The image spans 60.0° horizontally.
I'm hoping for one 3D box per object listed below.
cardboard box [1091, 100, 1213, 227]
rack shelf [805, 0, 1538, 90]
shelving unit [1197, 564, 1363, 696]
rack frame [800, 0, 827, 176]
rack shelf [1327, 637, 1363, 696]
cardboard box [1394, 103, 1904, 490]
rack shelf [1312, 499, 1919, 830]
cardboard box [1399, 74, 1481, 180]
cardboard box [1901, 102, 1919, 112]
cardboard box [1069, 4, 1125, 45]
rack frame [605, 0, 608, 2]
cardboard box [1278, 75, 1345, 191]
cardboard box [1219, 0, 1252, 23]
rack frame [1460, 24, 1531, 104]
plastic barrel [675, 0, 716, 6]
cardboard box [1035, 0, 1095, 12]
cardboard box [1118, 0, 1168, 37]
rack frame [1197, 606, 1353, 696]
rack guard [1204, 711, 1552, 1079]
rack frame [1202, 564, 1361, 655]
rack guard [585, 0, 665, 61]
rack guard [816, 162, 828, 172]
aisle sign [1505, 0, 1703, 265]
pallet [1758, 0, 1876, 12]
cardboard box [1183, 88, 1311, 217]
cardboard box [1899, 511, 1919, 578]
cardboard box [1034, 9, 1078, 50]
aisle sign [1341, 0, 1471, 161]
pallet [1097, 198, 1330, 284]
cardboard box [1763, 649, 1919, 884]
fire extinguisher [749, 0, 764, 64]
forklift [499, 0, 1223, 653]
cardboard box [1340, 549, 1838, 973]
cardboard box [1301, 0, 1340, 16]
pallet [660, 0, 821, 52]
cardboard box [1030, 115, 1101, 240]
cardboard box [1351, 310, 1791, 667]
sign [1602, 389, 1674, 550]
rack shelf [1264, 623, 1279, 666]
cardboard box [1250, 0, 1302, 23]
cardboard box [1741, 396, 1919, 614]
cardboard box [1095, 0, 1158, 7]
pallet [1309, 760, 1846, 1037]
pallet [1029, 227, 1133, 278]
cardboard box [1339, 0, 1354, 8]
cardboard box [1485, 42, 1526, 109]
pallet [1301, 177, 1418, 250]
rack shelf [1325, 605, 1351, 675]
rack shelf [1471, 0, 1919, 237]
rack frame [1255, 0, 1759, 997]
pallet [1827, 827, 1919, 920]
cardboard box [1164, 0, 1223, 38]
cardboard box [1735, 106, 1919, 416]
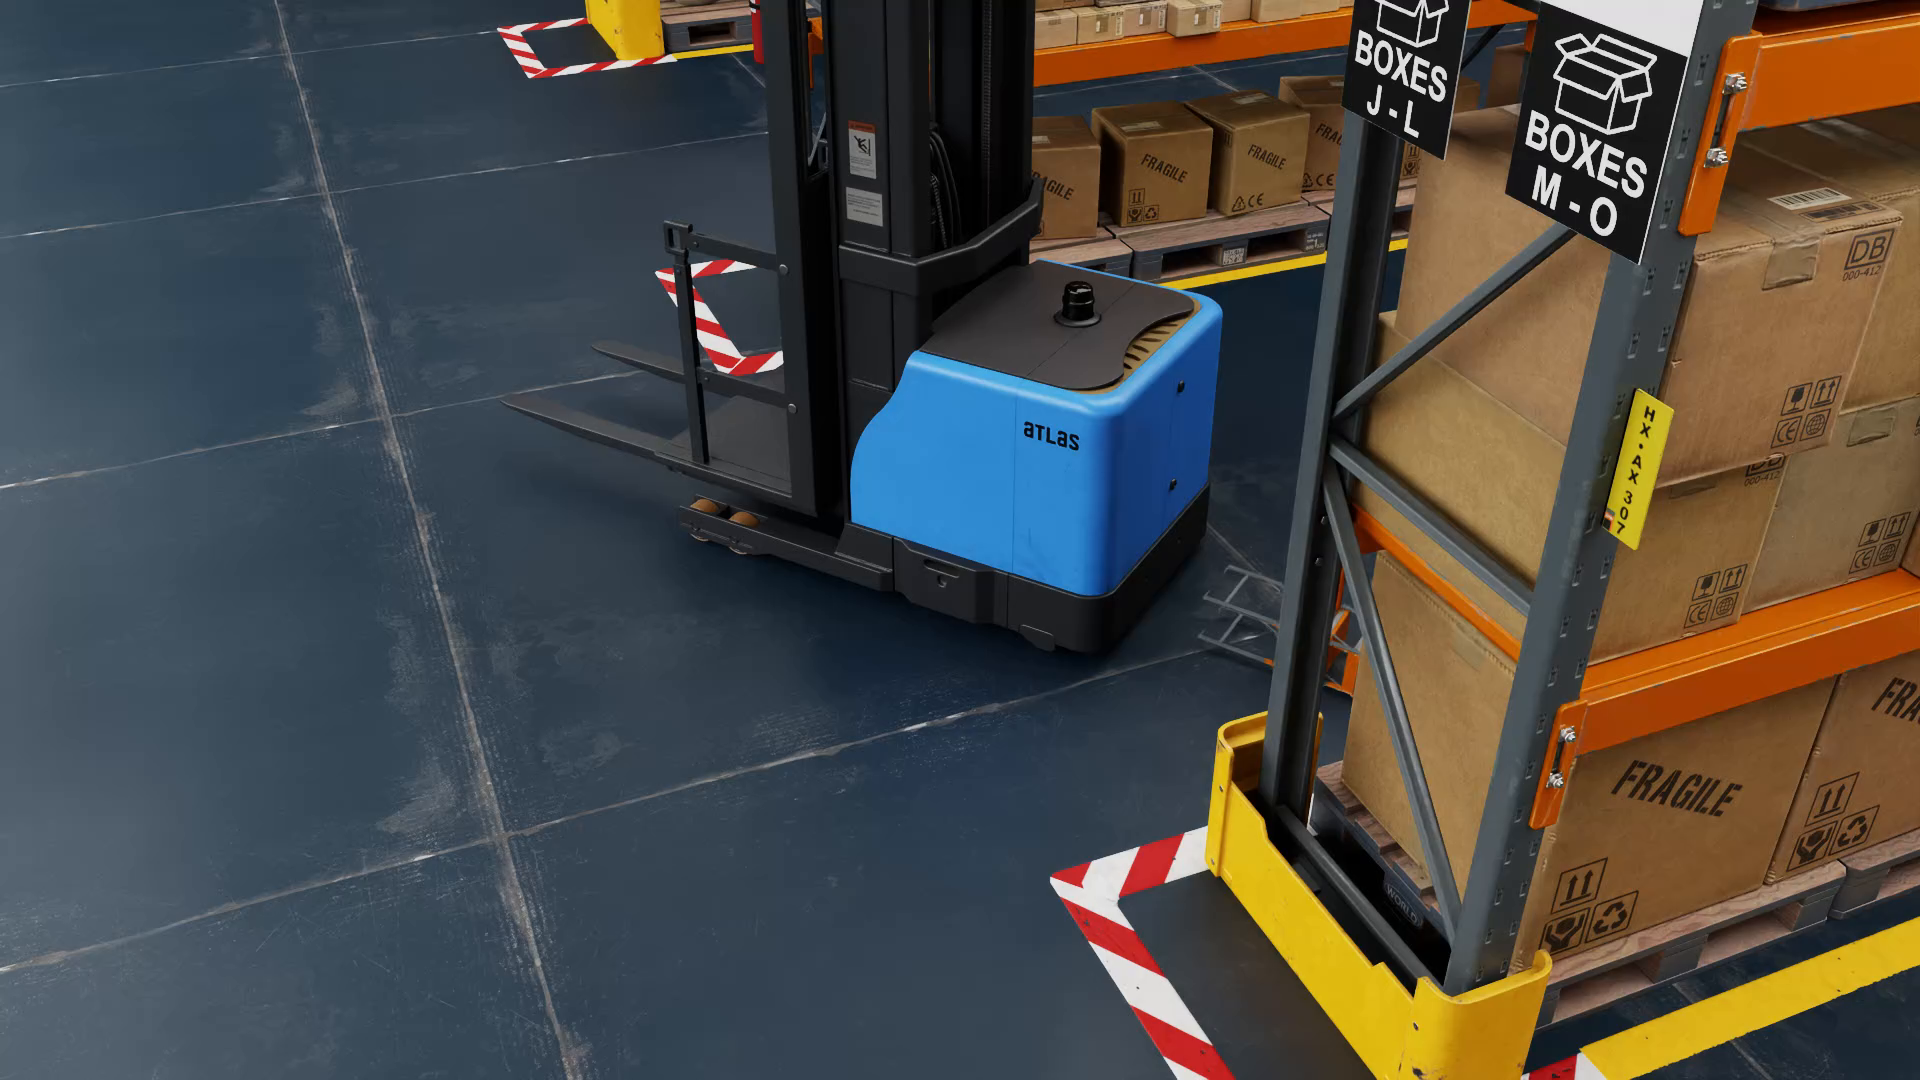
[{"bbox_3d":[1.031,-2.057,9.068,0.500,0.500,0.500,-10,34,-14],"label":"cardboard box"},{"bbox_3d":[1.171,-2.660,8.748,4.000,0.370,1.077,-13,35,-19],"label":"rack shelf"},{"bbox_3d":[1.451,0.414,5.909,1.200,0.189,0.258,20,40,24],"label":"shelving unit"},{"bbox_3d":[-0.674,-2.539,7.903,0.127,3.000,1.000,-13,35,-19],"label":"rack frame"},{"bbox_3d":[1.413,0.400,5.927,0.103,0.180,0.258,20,40,24],"label":"rack shelf"},{"bbox_3d":[1.511,-0.598,3.792,0.550,0.550,0.875,-13,35,-19],"label":"cardboard box"},{"bbox_3d":[2.997,-0.145,4.882,4.000,0.370,1.077,-13,35,-19],"label":"rack shelf"},{"bbox_3d":[2.630,-2.448,9.669,0.500,0.500,0.500,-14,36,-20],"label":"cardboard box"},{"bbox_3d":[2.551,-0.811,4.118,0.550,0.550,0.875,-13,35,-19],"label":"cardboard box"},{"bbox_3d":[0.611,-2.575,8.188,0.250,0.149,0.380,-13,35,-19],"label":"cardboard box"},{"bbox_3d":[-2.591,-5.030,11.730,0.127,3.000,1.000,-13,35,-19],"label":"rack frame"},{"bbox_3d":[2.105,-2.323,9.477,0.500,0.500,0.500,-2,33,-4],"label":"cardboard box"},{"bbox_3d":[1.281,-2.762,8.475,0.250,0.149,0.380,-13,35,-19],"label":"cardboard box"},{"bbox_3d":[3.015,-3.384,9.200,0.127,3.000,1.000,-13,35,-19],"label":"rack frame"},{"bbox_3d":[-2.014,-4.341,12.567,0.421,0.512,0.421,0,33,0],"label":"plastic barrel"},{"bbox_3d":[0.259,-2.974,8.206,0.500,0.500,0.875,-13,35,-19],"label":"cardboard box"},{"bbox_3d":[0.831,-2.642,8.290,0.250,0.149,0.380,-13,35,-19],"label":"cardboard box"},{"bbox_3d":[1.450,0.488,5.962,1.200,0.006,0.240,20,40,24],"label":"rack frame"},{"bbox_3d":[1.131,1.029,4.710,0.348,0.500,1.175,-13,35,-19],"label":"rack guard"},{"bbox_3d":[1.452,0.340,5.855,1.200,0.006,0.240,20,40,24],"label":"rack frame"},{"bbox_3d":[-2.539,-4.022,12.473,0.348,0.500,1.175,-13,35,-19],"label":"rack guard"},{"bbox_3d":[-0.603,-1.508,8.609,0.348,0.500,1.175,-13,35,-19],"label":"rack guard"},{"bbox_3d":[1.204,-0.948,3.073,0.004,0.787,0.394,-13,35,-19],"label":"aisle sign"},{"bbox_3d":[1.833,-1.406,3.491,1.213,0.211,1.003,-13,35,-19],"label":"pallet"},{"bbox_3d":[1.563,-2.153,9.215,0.500,0.500,0.500,-16,36,-23],"label":"cardboard box"},{"bbox_3d":[2.542,-0.370,4.431,0.550,0.550,0.875,-13,35,-19],"label":"cardboard box"},{"bbox_3d":[0.378,-2.526,8.112,0.250,0.149,0.380,-13,35,-19],"label":"cardboard box"},{"bbox_3d":[0.972,-1.250,3.536,0.004,0.787,0.394,-13,35,-19],"label":"aisle sign"},{"bbox_3d":[1.282,-1.796,9.317,1.213,0.211,1.003,-13,35,-19],"label":"pallet"},{"bbox_3d":[2.564,0.327,5.060,0.875,0.875,0.875,-13,35,-20],"label":"cardboard box"},{"bbox_3d":[-0.957,-2.715,8.243,0.183,0.674,0.296,-13,35,-19],"label":"fire extinguisher"},{"bbox_3d":[-0.546,-1.401,6.216,3.031,2.935,1.130,18,37,25],"label":"forklift"},{"bbox_3d":[1.753,0.514,4.773,0.875,0.875,0.875,-13,35,-19],"label":"cardboard box"},{"bbox_3d":[1.758,-2.846,8.605,0.250,0.149,0.380,-13,35,-19],"label":"cardboard box"},{"bbox_3d":[-1.788,-4.070,12.811,1.213,0.211,1.003,-13,35,-19],"label":"pallet"},{"bbox_3d":[0.447,-1.935,8.880,0.500,0.500,0.500,-4,33,-6],"label":"cardboard box"},{"bbox_3d":[1.478,-0.188,4.151,0.550,0.550,0.875,-13,35,-19],"label":"cardboard box"},{"bbox_3d":[1.363,-0.140,3.348,0.005,0.325,0.100,-13,35,-19],"label":"sign"},{"bbox_3d":[1.208,0.325,6.026,0.103,0.180,0.258,20,40,24],"label":"rack shelf"},{"bbox_3d":[1.541,-2.776,8.497,0.250,0.149,0.380,-13,35,-19],"label":"cardboard box"},{"bbox_3d":[1.977,-0.315,4.346,0.550,0.550,0.875,-13,35,-19],"label":"cardboard box"},{"bbox_3d":[0.737,-3.058,8.335,0.500,0.500,0.875,-13,35,-19],"label":"cardboard box"},{"bbox_3d":[1.860,0.937,5.117,1.213,0.211,1.003,-13,35,-19],"label":"pallet"},{"bbox_3d":[0.159,-1.540,8.924,1.213,0.211,1.003,-13,35,-19],"label":"pallet"},{"bbox_3d":[1.973,-2.920,8.717,0.250,0.149,0.380,-13,35,-19],"label":"cardboard box"},{"bbox_3d":[3.589,-2.639,9.945,0.500,0.500,0.700,-16,36,-23],"label":"cardboard box"},{"bbox_3d":[2.409,-2.056,9.716,1.213,0.211,1.003,-13,35,-19],"label":"pallet"},{"bbox_3d":[1.310,0.363,5.977,0.103,0.180,0.258,20,40,24],"label":"rack shelf"},{"bbox_3d":[2.997,-1.402,4.064,4.000,0.370,1.077,-13,35,-19],"label":"rack shelf"},{"bbox_3d":[1.153,-0.024,4.036,0.127,3.000,1.000,-13,35,-19],"label":"rack frame"},{"bbox_3d":[2.984,0.681,5.510,1.213,0.211,1.003,-13,35,-19],"label":"pallet"},{"bbox_3d":[1.102,-2.642,8.291,0.250,0.149,0.380,-13,35,-19],"label":"cardboard box"},{"bbox_3d":[1.982,-0.761,4.041,0.550,0.550,0.875,-13,35,-19],"label":"cardboard box"}]
